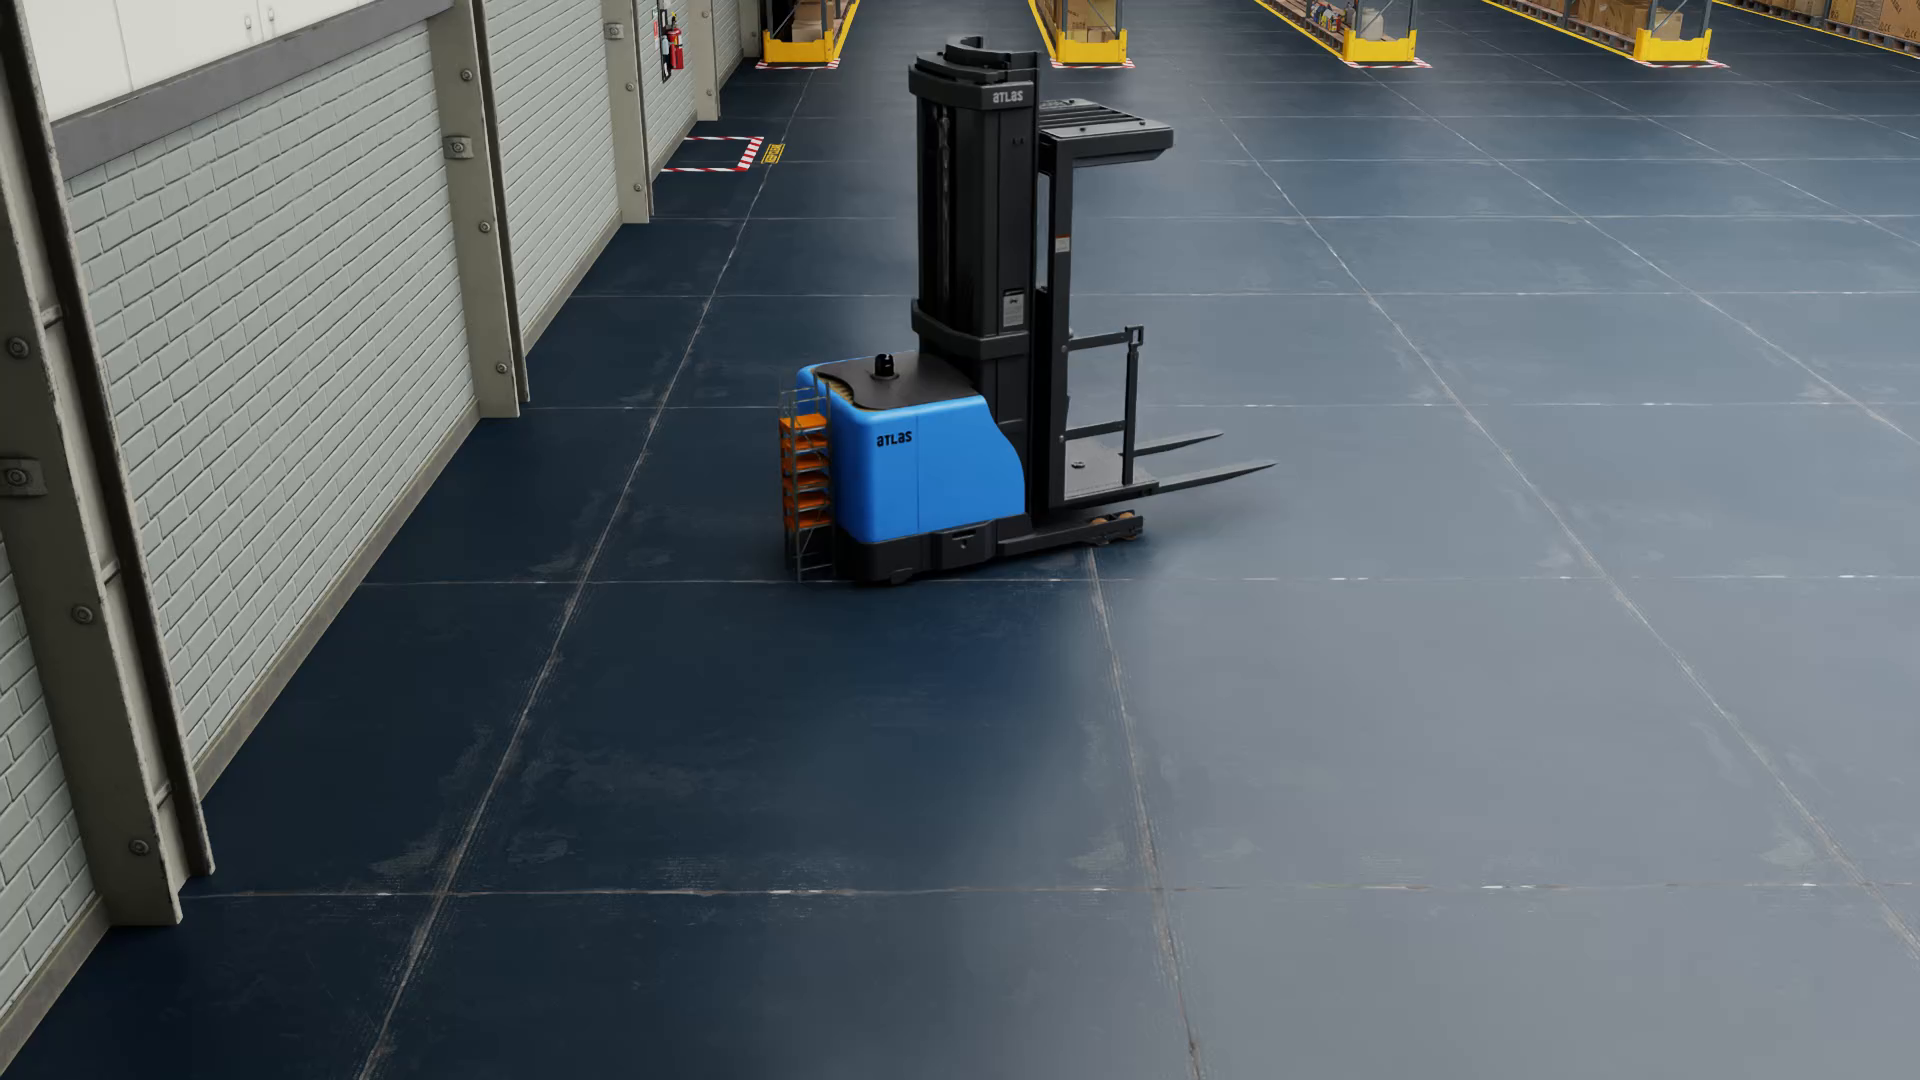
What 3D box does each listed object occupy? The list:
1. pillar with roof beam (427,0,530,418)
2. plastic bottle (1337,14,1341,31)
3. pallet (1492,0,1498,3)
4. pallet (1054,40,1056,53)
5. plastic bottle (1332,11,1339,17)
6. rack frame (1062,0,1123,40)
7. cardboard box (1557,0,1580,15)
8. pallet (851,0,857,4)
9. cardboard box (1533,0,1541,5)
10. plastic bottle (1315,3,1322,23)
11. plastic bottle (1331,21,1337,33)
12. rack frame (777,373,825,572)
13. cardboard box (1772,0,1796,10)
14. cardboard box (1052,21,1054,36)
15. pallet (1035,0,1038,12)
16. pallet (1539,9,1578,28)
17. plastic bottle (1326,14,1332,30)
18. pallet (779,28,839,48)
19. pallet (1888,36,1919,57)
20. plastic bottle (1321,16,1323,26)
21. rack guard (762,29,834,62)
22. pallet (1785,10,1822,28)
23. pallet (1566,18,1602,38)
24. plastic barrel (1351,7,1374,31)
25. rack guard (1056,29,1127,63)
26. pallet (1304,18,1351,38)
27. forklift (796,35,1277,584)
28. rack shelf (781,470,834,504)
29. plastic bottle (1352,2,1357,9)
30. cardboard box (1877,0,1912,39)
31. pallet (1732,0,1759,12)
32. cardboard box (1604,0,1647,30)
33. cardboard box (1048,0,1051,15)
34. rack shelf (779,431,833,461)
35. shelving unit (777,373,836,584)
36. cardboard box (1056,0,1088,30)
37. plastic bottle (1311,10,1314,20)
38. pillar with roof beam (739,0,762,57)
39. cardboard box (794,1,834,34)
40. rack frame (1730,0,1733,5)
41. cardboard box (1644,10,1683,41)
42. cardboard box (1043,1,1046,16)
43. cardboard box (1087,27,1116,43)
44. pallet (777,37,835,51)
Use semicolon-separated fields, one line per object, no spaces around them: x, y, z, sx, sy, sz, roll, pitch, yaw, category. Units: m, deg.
0.893;-5.104;10.614;9.100;9.000;0.400;0;24;-1;pillar with roof beam
6.843;-9.350;30.046;0.061;0.283;0.133;0;24;-1;plastic bottle
12.103;-11.901;36.308;1.003;0.211;1.213;0;24;-1;pallet
2.167;-8.552;28.902;1.003;0.211;1.213;0;24;-1;pallet
6.875;-9.559;30.517;0.152;0.276;0.135;0;24;-1;plastic bottle
2.217;-9.507;27.631;1.000;3.000;0.127;0;24;-1;rack frame
12.094;-10.513;32.355;0.700;0.500;0.500;-2;24;-5;cardboard box
-2.756;-11.835;36.161;1.003;0.211;1.213;0;24;-1;pallet
12.095;-11.170;33.807;0.700;0.500;0.500;2;24;4;cardboard box
6.721;-9.835;31.037;0.144;0.351;0.185;0;24;1;plastic bottle
6.712;-9.208;29.832;0.097;0.201;0.097;0;24;0;plastic bottle
-0.918;-0.382;9.638;0.240;1.200;0.006;-12;27;-24;rack frame
16.937;-10.998;33.148;1.050;0.750;0.750;0;24;-1;cardboard box
1.891;-9.077;29.508;0.500;0.250;0.500;0;24;-1;cardboard box
2.100;-11.194;34.744;1.003;0.211;1.213;0;24;-1;pallet
12.070;-10.249;32.654;1.003;0.211;1.213;0;24;-1;pallet
6.735;-9.403;30.173;0.152;0.276;0.135;-1;24;-2;plastic bottle
-2.721;-9.081;30.072;1.003;0.211;1.213;0;24;-1;pallet
16.997;-8.589;28.986;1.003;0.211;1.213;0;24;-1;pallet
6.703;-9.573;30.638;0.097;0.201;0.097;0;24;0;plastic bottle
-2.737;-8.376;28.163;1.175;0.500;0.348;0;24;-1;rack guard
16.957;-10.226;32.605;1.003;0.211;1.213;0;24;-1;pallet
12.122;-9.651;31.334;1.003;0.211;1.213;0;24;-1;pallet
7.081;-9.063;29.159;0.421;0.512;0.421;0;24;0;plastic barrel
2.218;-8.358;28.124;1.175;0.500;0.348;0;24;-1;rack guard
7.093;-9.629;31.284;1.003;0.211;1.213;0;24;-1;pallet
0.563;-1.483;9.972;3.031;2.935;1.130;-11;27;-24;forklift
-0.877;-0.308;9.581;0.258;0.103;0.180;-12;27;-24;rack shelf
7.422;-9.906;31.193;0.144;0.351;0.185;-1;24;-2;plastic bottle
16.999;-9.396;29.453;0.875;0.875;0.875;-1;24;-1;cardboard box
16.930;-11.232;34.828;1.003;0.211;1.213;0;24;-1;pallet
12.143;-9.594;30.348;0.500;0.500;0.500;-2;24;-5;cardboard box
1.877;-9.831;30.264;0.500;0.500;0.500;0;24;-1;cardboard box
-0.878;-0.526;9.482;0.258;0.103;0.180;-12;27;-24;rack shelf
-0.877;-0.348;9.563;0.258;1.200;0.189;-12;27;-24;shelving unit
1.914;-9.007;28.442;0.500;0.500;0.500;0;24;-1;cardboard box
6.693;-9.927;31.420;0.097;0.201;0.097;0;24;0;plastic bottle
0.696;-12.521;27.014;9.100;9.000;0.400;0;24;-1;pillar with roof beam
-2.618;-9.368;29.822;0.700;0.500;0.500;-2;24;-4;cardboard box
16.997;-12.827;34.972;1.000;3.000;0.127;0;24;-1;rack frame
12.133;-8.860;28.724;0.500;0.500;0.500;4;25;9;cardboard box
1.879;-10.264;32.130;0.500;0.250;0.500;0;24;-1;cardboard box
2.434;-8.668;28.602;0.500;0.250;0.500;0;24;-1;cardboard box
-2.710;-8.579;28.963;1.003;0.211;1.213;0;24;-1;pallet
